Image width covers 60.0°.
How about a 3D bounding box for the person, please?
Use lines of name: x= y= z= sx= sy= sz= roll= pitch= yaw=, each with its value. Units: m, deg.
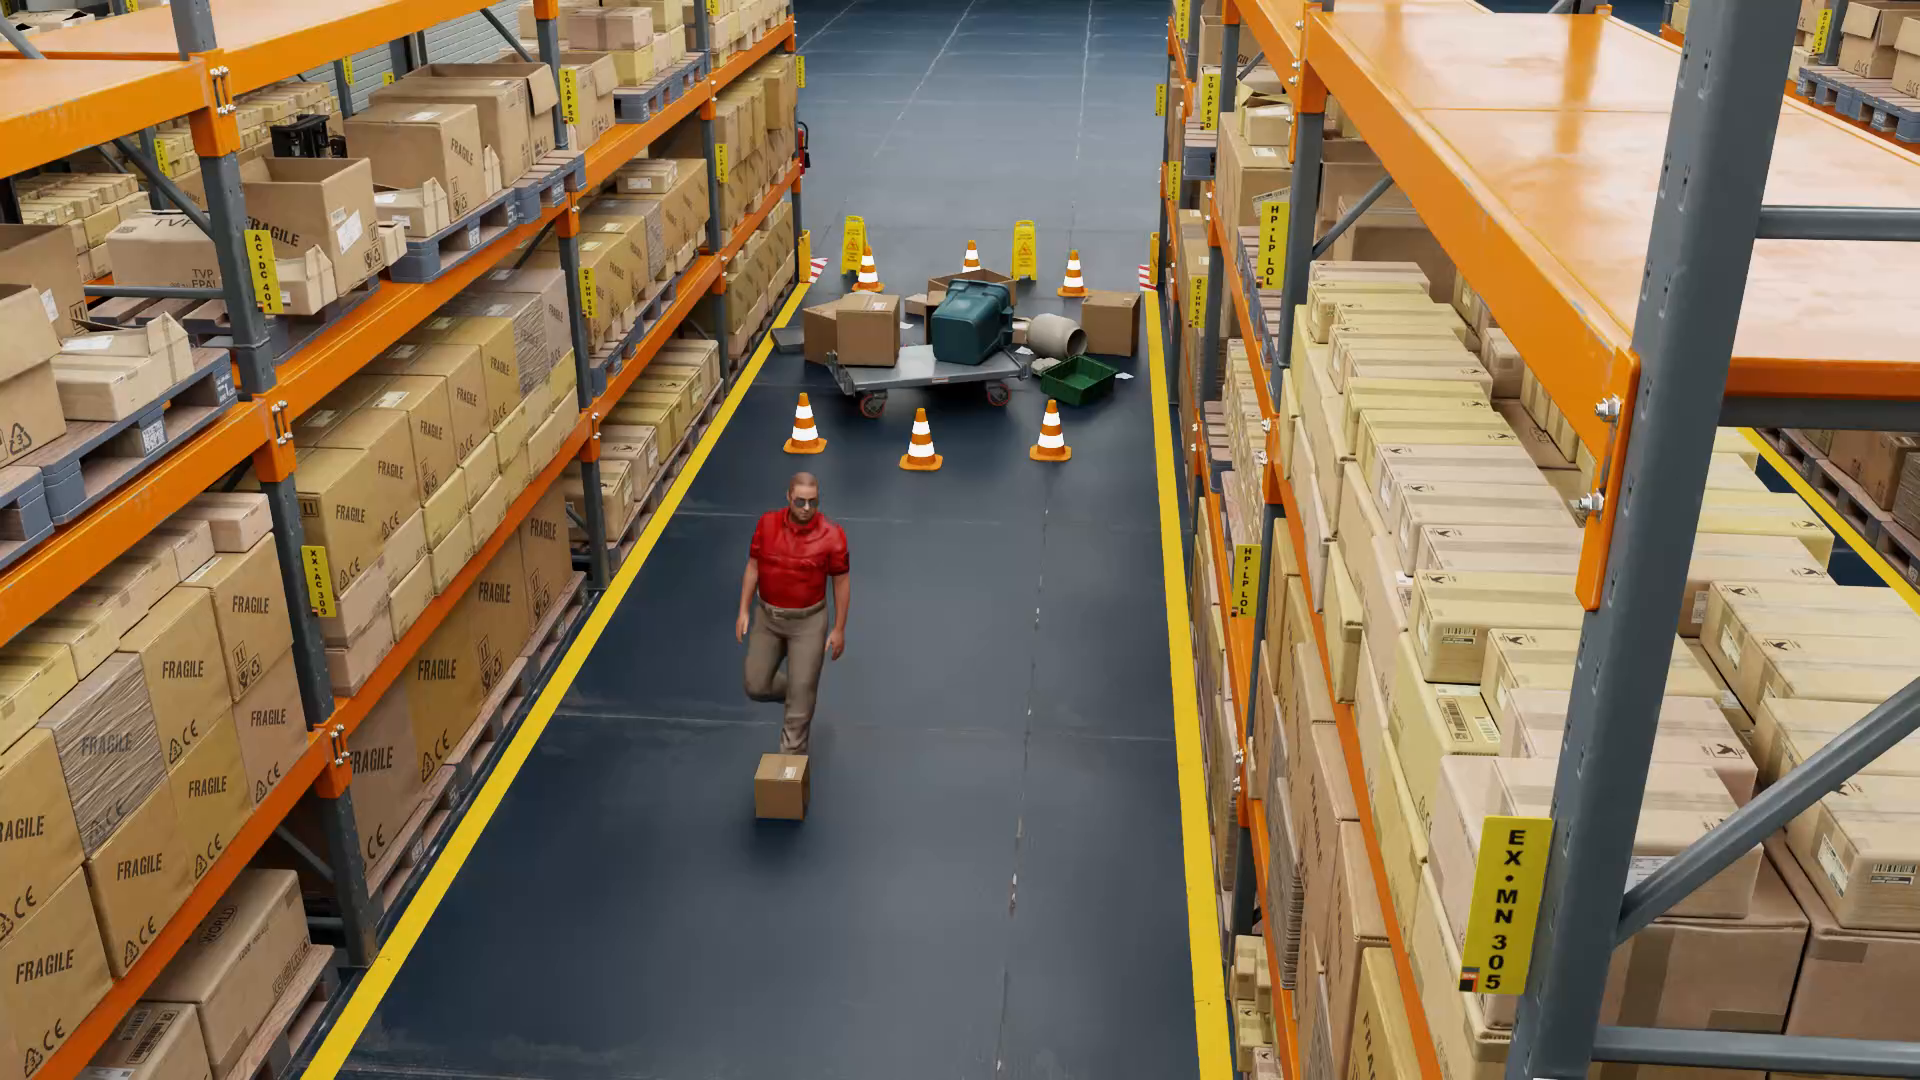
person: x=-0.930 y=0.475 z=8.986 sx=0.618 sy=1.702 sz=0.757 roll=6 pitch=25 yaw=12
